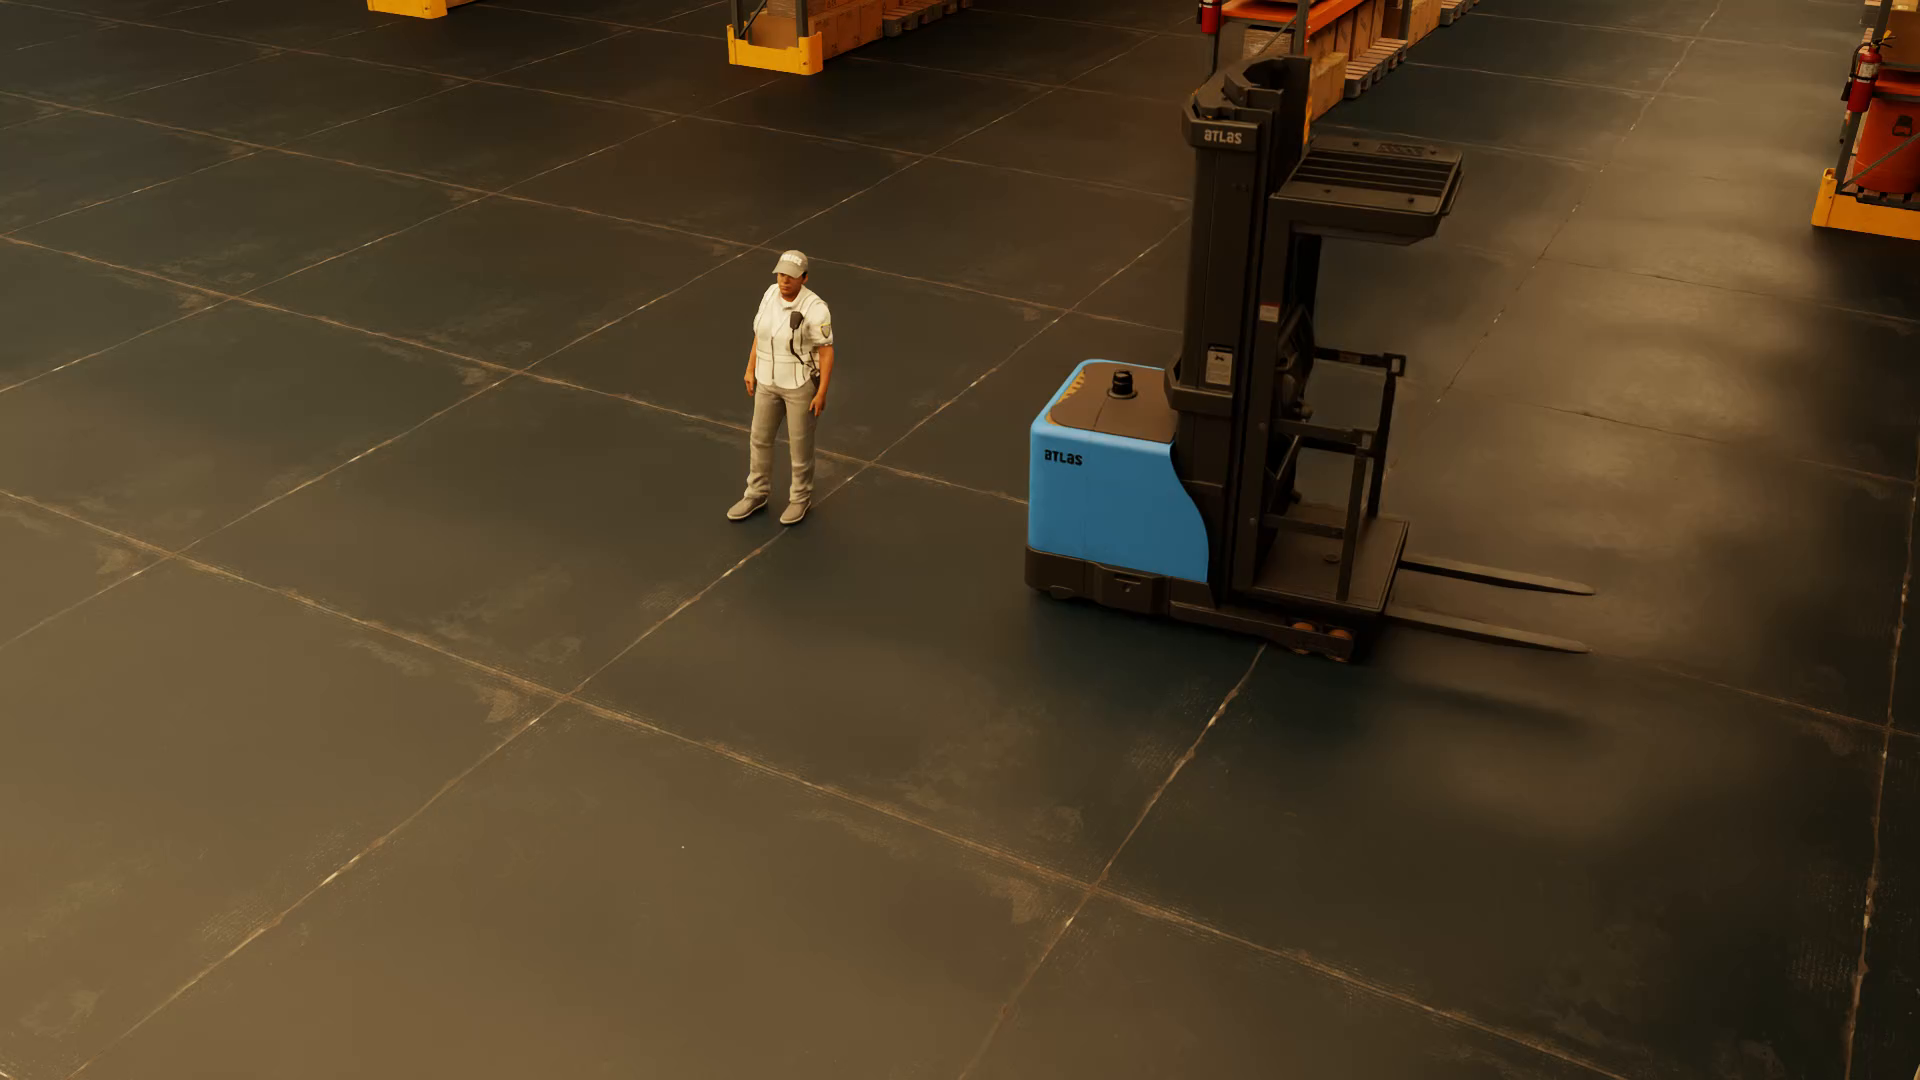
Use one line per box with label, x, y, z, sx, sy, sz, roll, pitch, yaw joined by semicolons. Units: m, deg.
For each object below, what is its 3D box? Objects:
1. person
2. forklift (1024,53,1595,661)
person;-1.067;-0.896;9.874;0.601;1.669;0.529;16;33;25
forklift;1.938;-0.923;8.670;3.031;2.935;1.130;11;32;18
